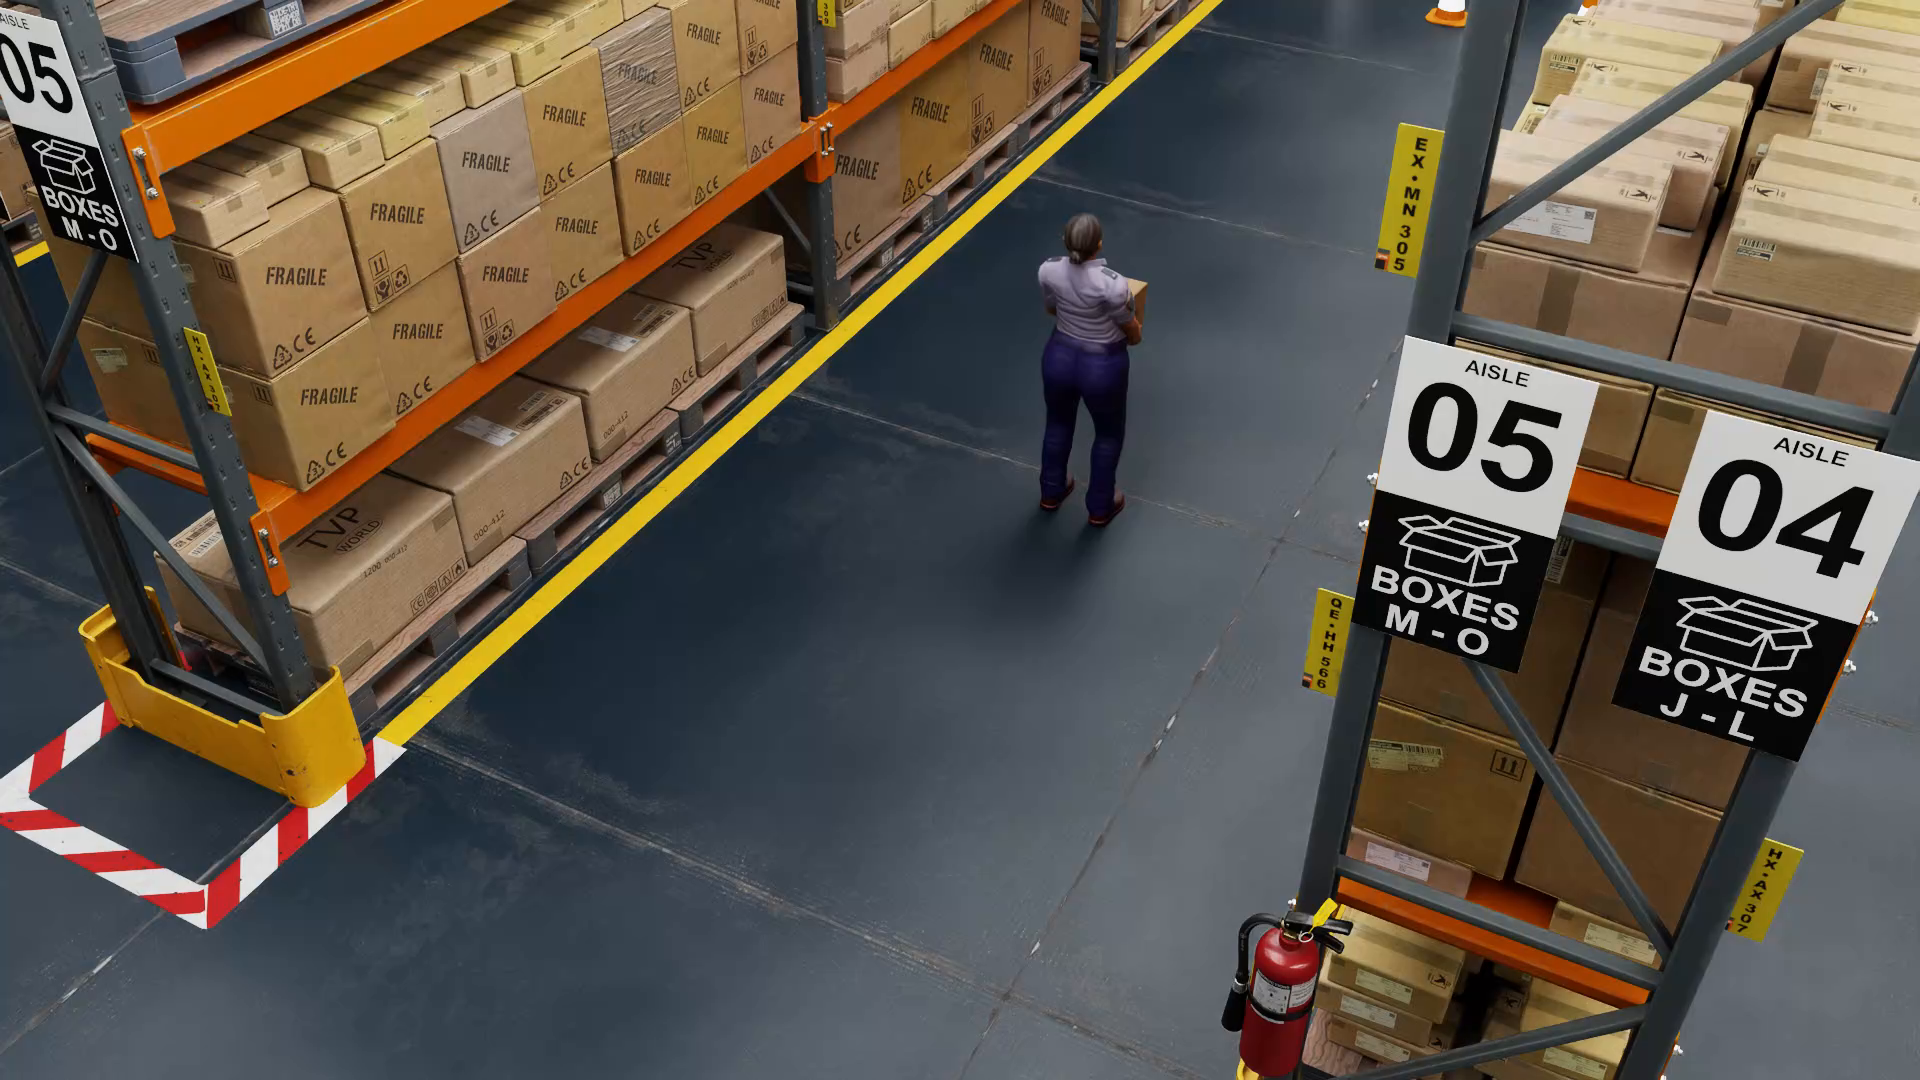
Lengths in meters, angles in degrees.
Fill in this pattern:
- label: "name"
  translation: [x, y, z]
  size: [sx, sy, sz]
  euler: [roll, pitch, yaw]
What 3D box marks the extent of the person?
- label: "person"
  translation: [0.621, -0.849, 7.858]
  size: [0.452, 1.622, 0.522]
  euler: [18, 42, 21]
